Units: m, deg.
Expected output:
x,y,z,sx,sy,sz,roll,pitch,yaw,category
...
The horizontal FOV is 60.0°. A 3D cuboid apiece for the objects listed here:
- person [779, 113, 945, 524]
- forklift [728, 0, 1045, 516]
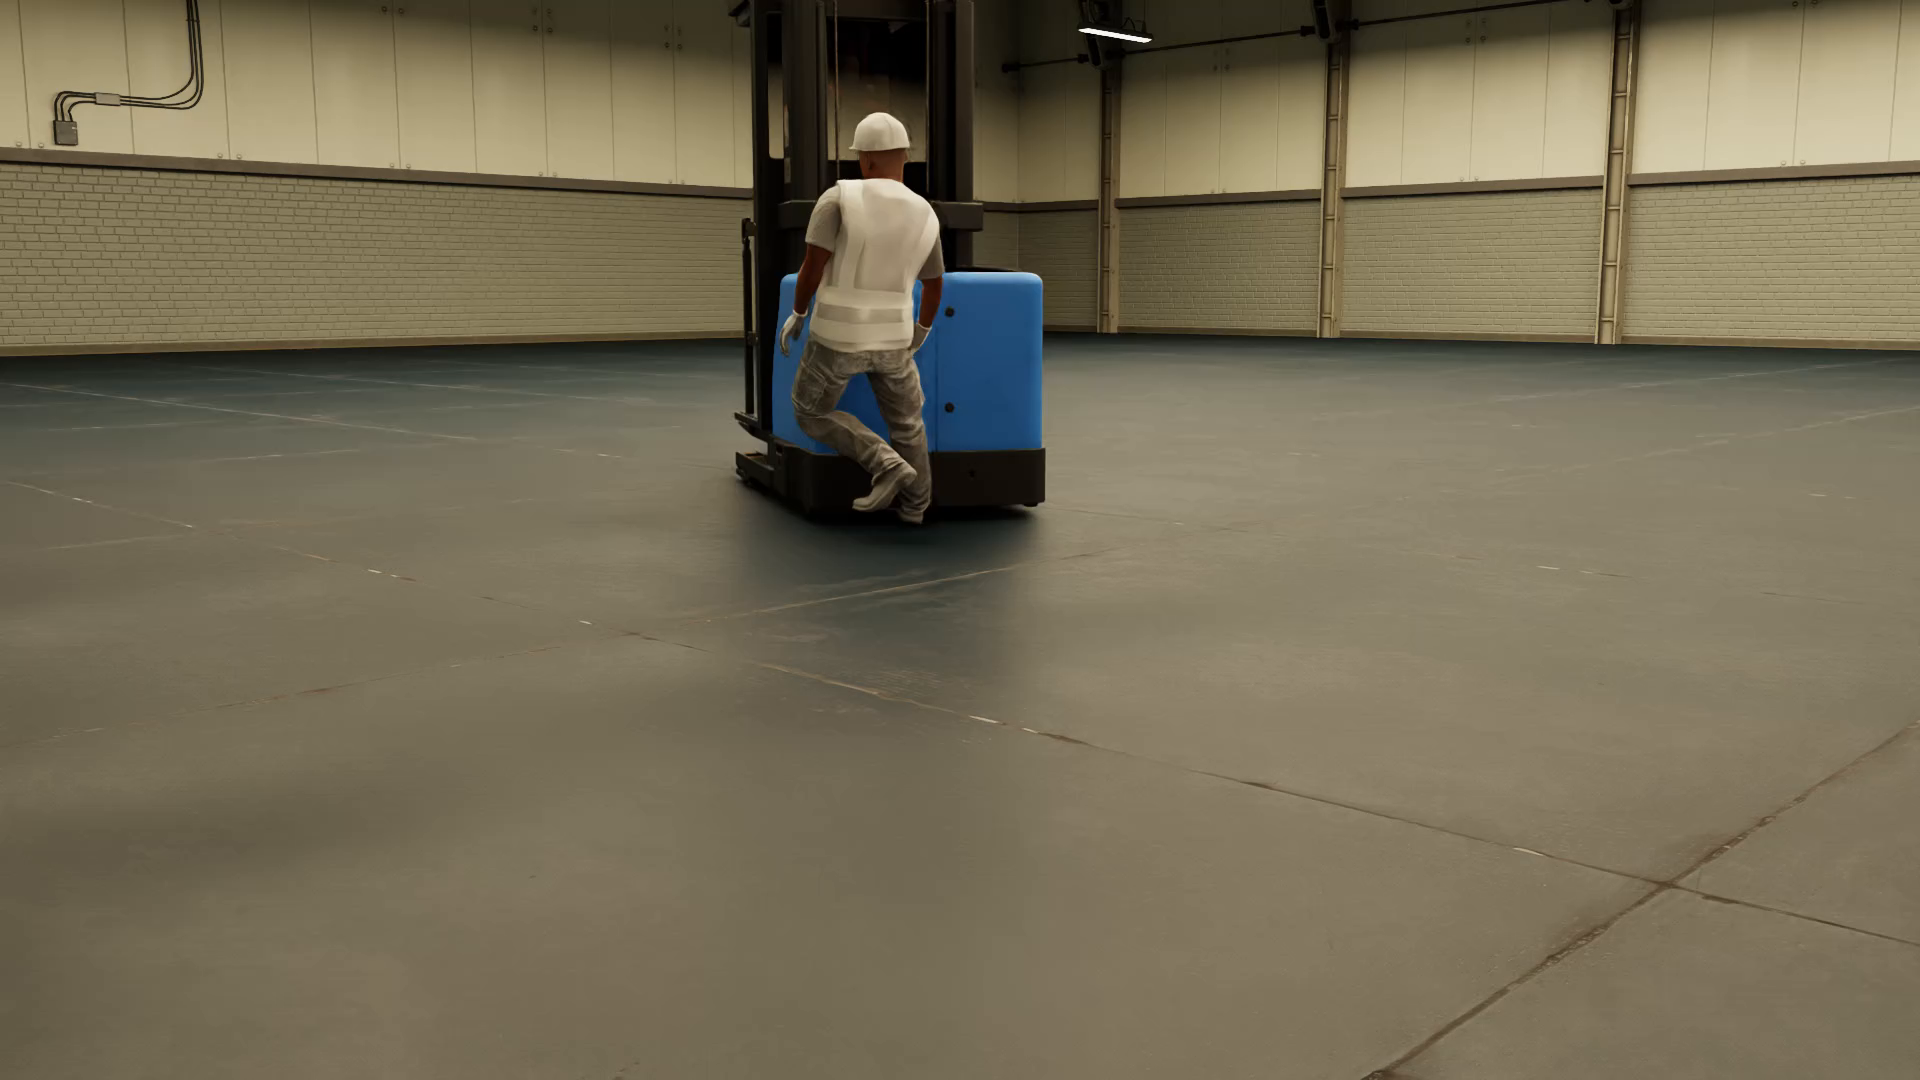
x,y,z,sx,sy,sz,roll,pitch,yaw,category
-0.410,-0.865,6.795,0.753,1.680,0.757,-5,10,-29,person
-0.543,-1.734,8.389,1.130,2.935,3.031,-3,9,-17,forklift
